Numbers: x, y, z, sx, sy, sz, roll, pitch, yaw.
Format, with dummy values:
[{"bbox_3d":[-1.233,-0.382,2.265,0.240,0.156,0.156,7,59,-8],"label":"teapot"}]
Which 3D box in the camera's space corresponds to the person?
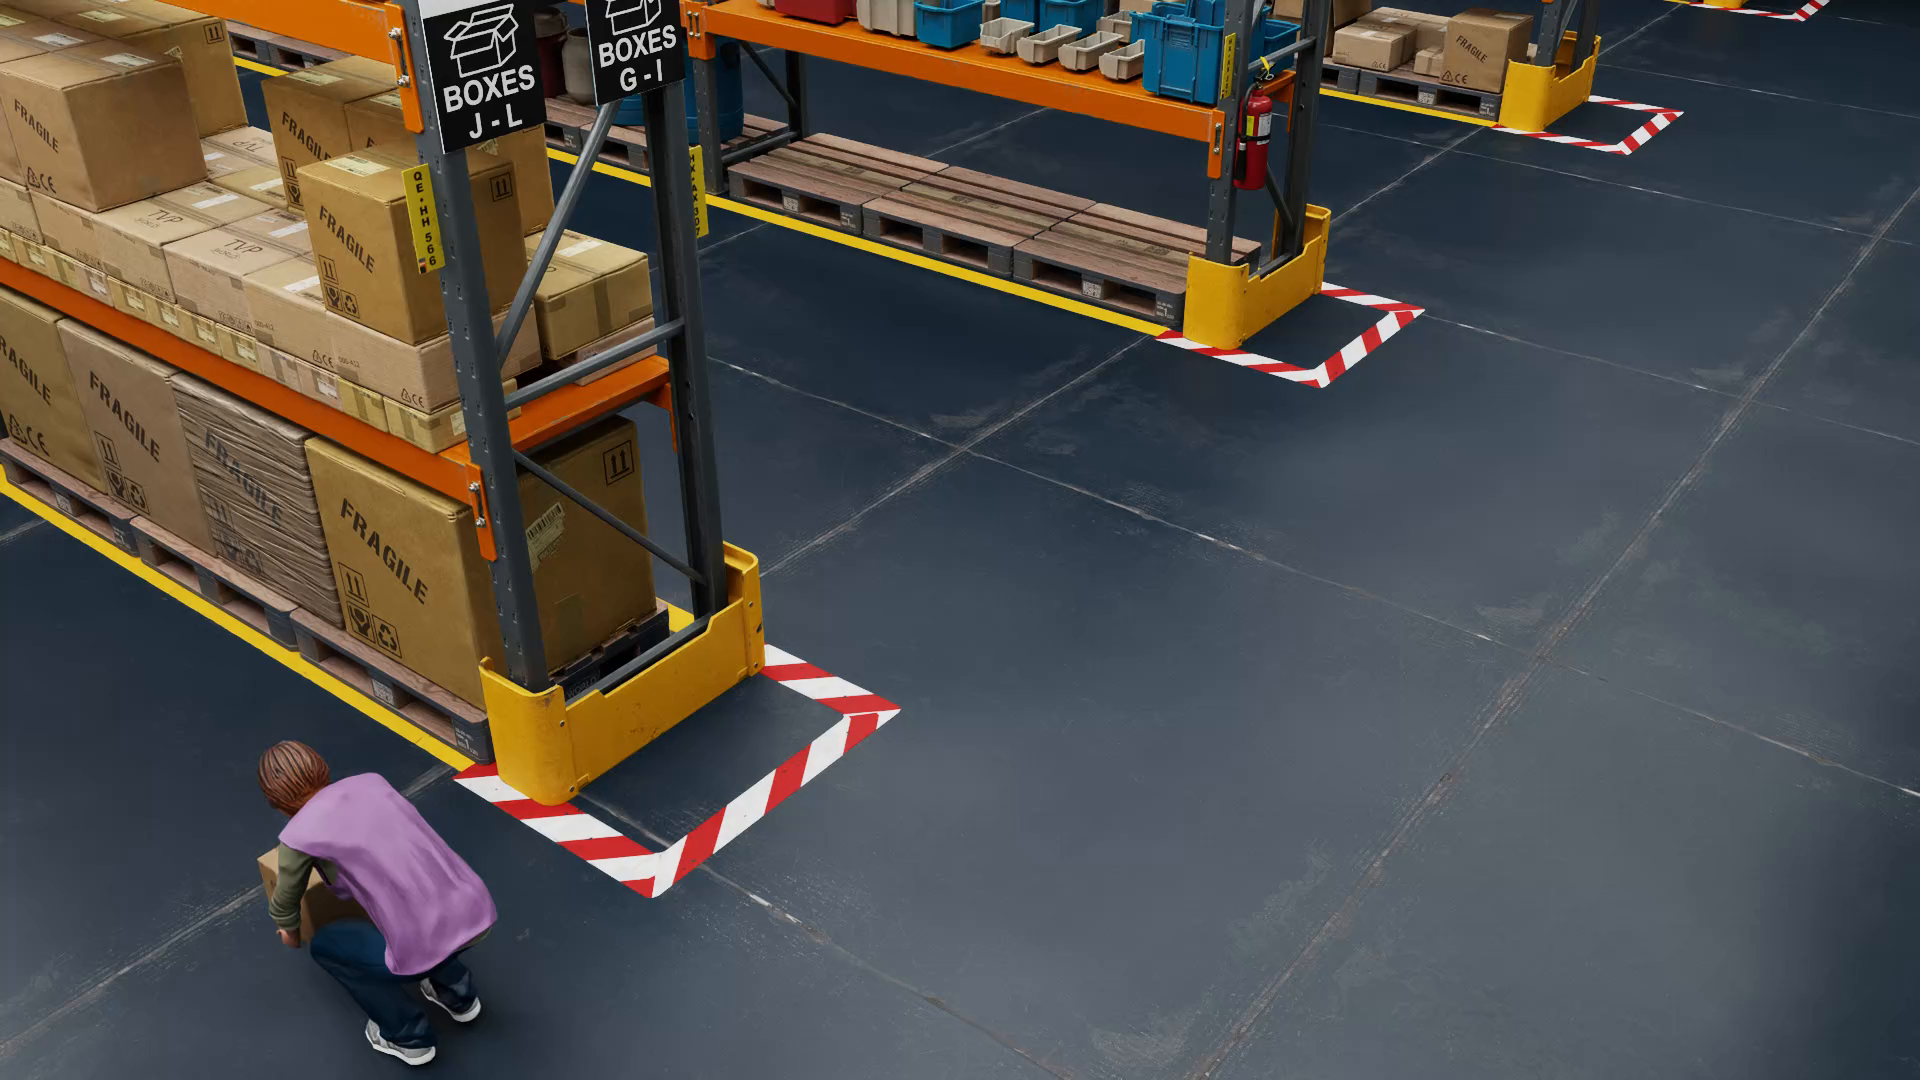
[{"bbox_3d":[-1.735,1.095,4.971,0.782,0.948,0.446,21,37,31],"label":"person"}]
